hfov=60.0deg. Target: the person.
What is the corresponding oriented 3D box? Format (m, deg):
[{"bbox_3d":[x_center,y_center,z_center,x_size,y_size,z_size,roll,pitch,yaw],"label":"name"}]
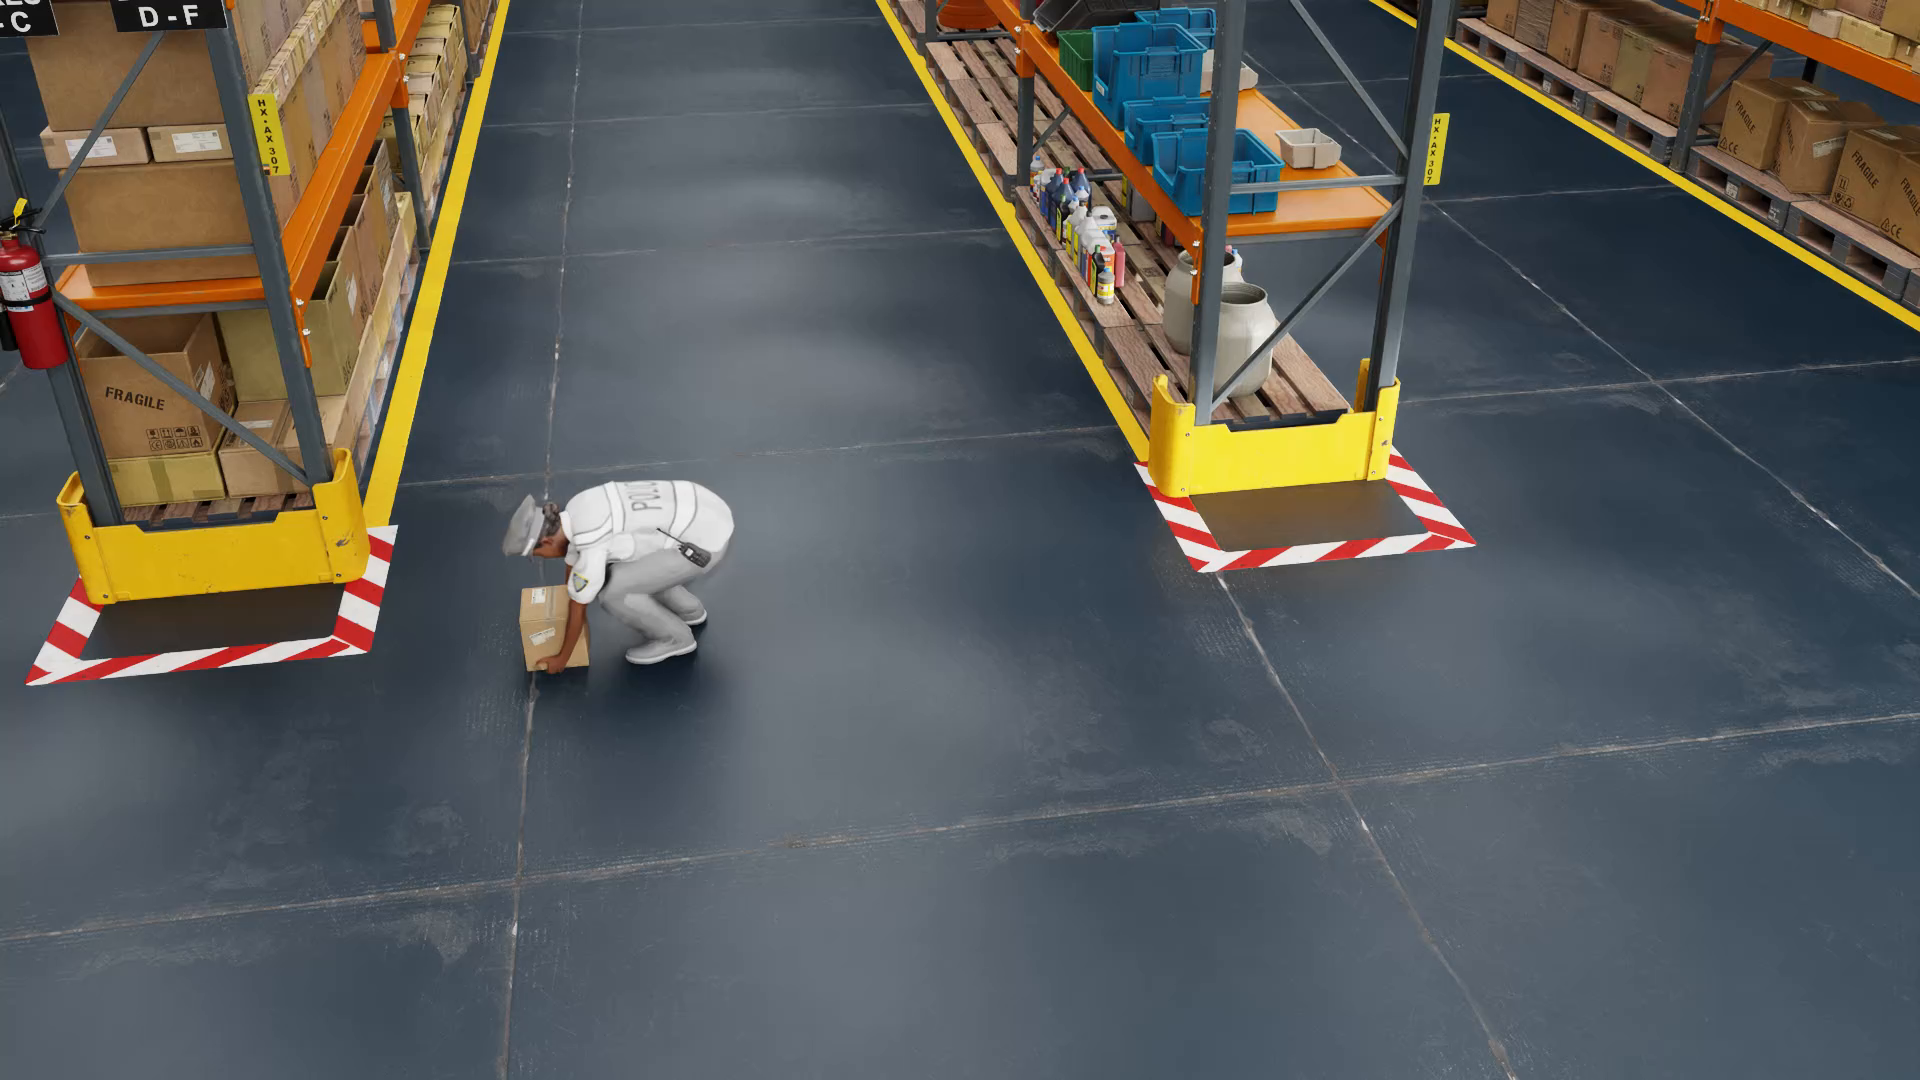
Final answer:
[{"bbox_3d":[-1.383,0.122,6.830,0.924,0.769,0.450,-6,31,-10],"label":"person"}]
